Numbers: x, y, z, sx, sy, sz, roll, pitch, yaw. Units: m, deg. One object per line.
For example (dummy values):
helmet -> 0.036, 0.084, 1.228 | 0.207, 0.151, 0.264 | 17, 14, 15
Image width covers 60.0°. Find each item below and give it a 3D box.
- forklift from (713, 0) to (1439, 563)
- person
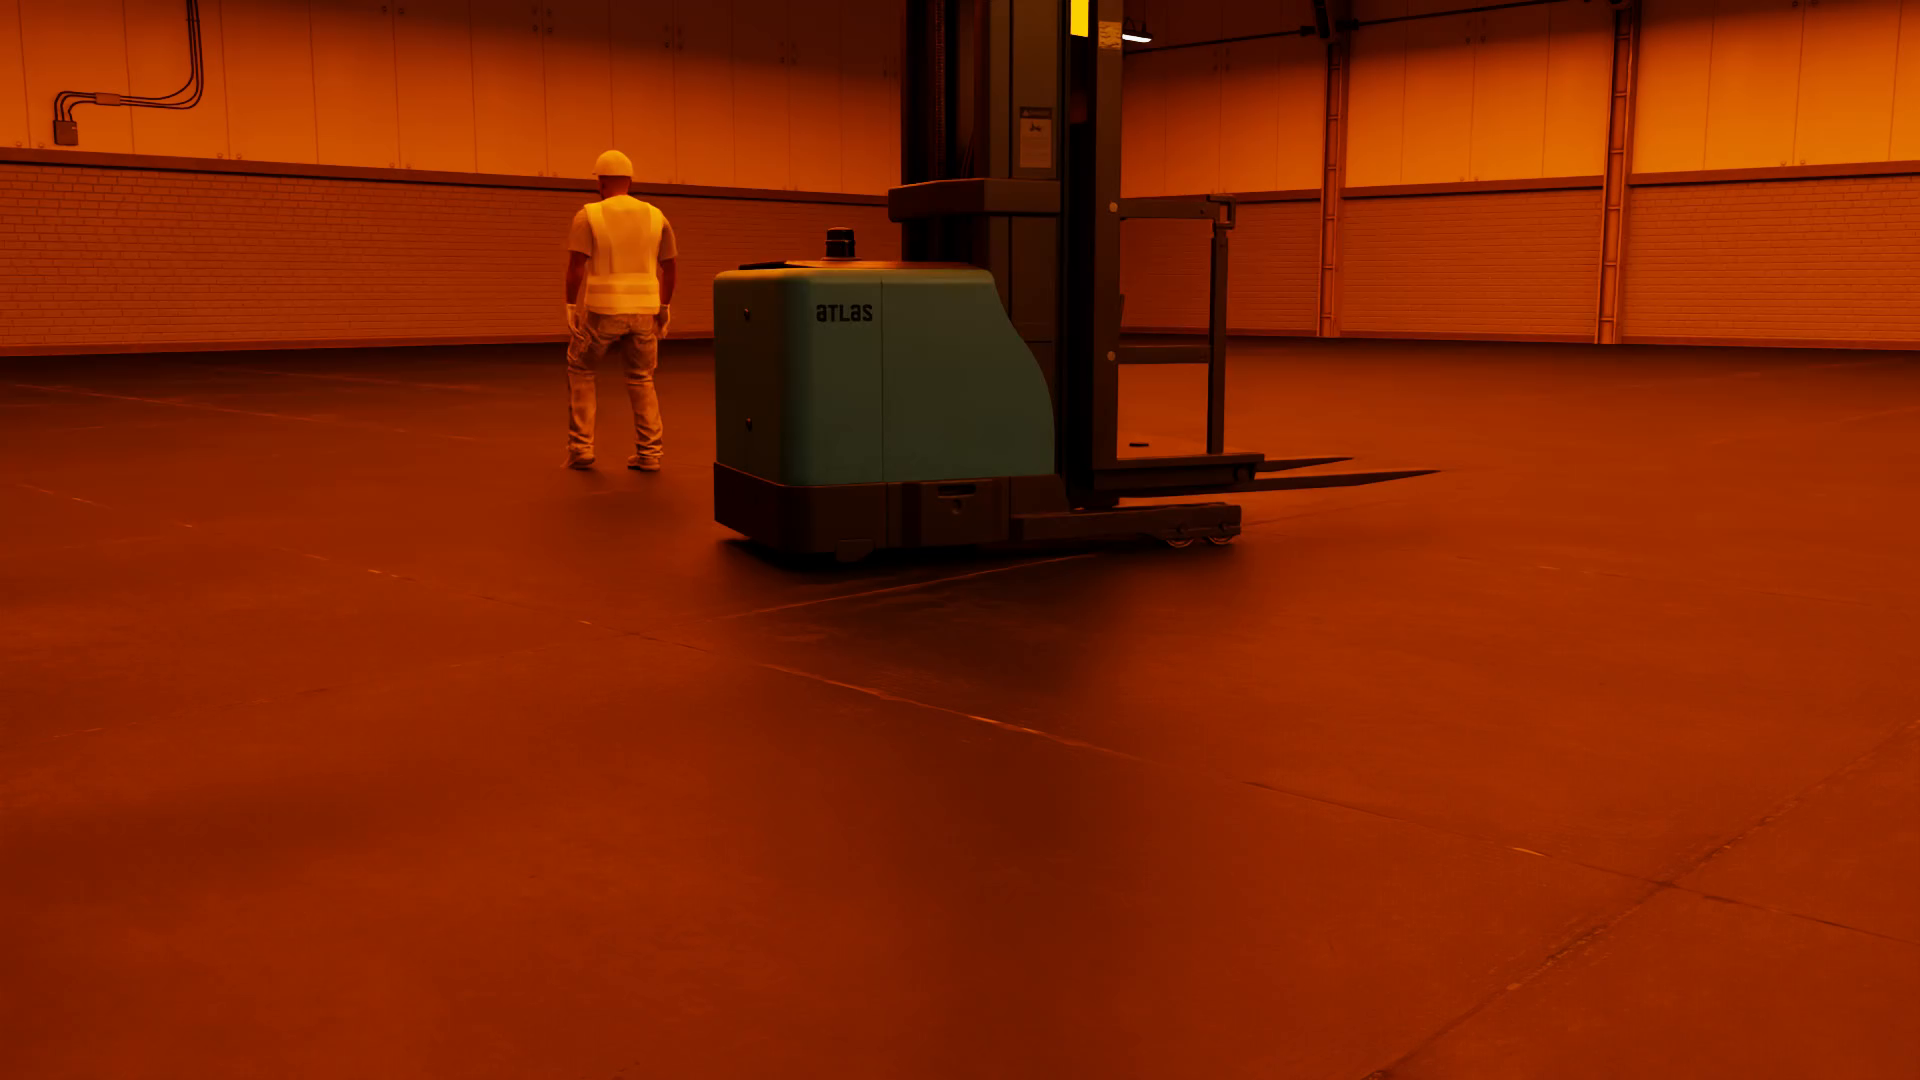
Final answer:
forklift -> 0.567, -1.486, 6.744 | 3.031, 2.935, 1.130 | -4, 9, -23
person -> -1.927, -1.253, 9.329 | 0.655, 1.823, 0.530 | -5, 10, -32
